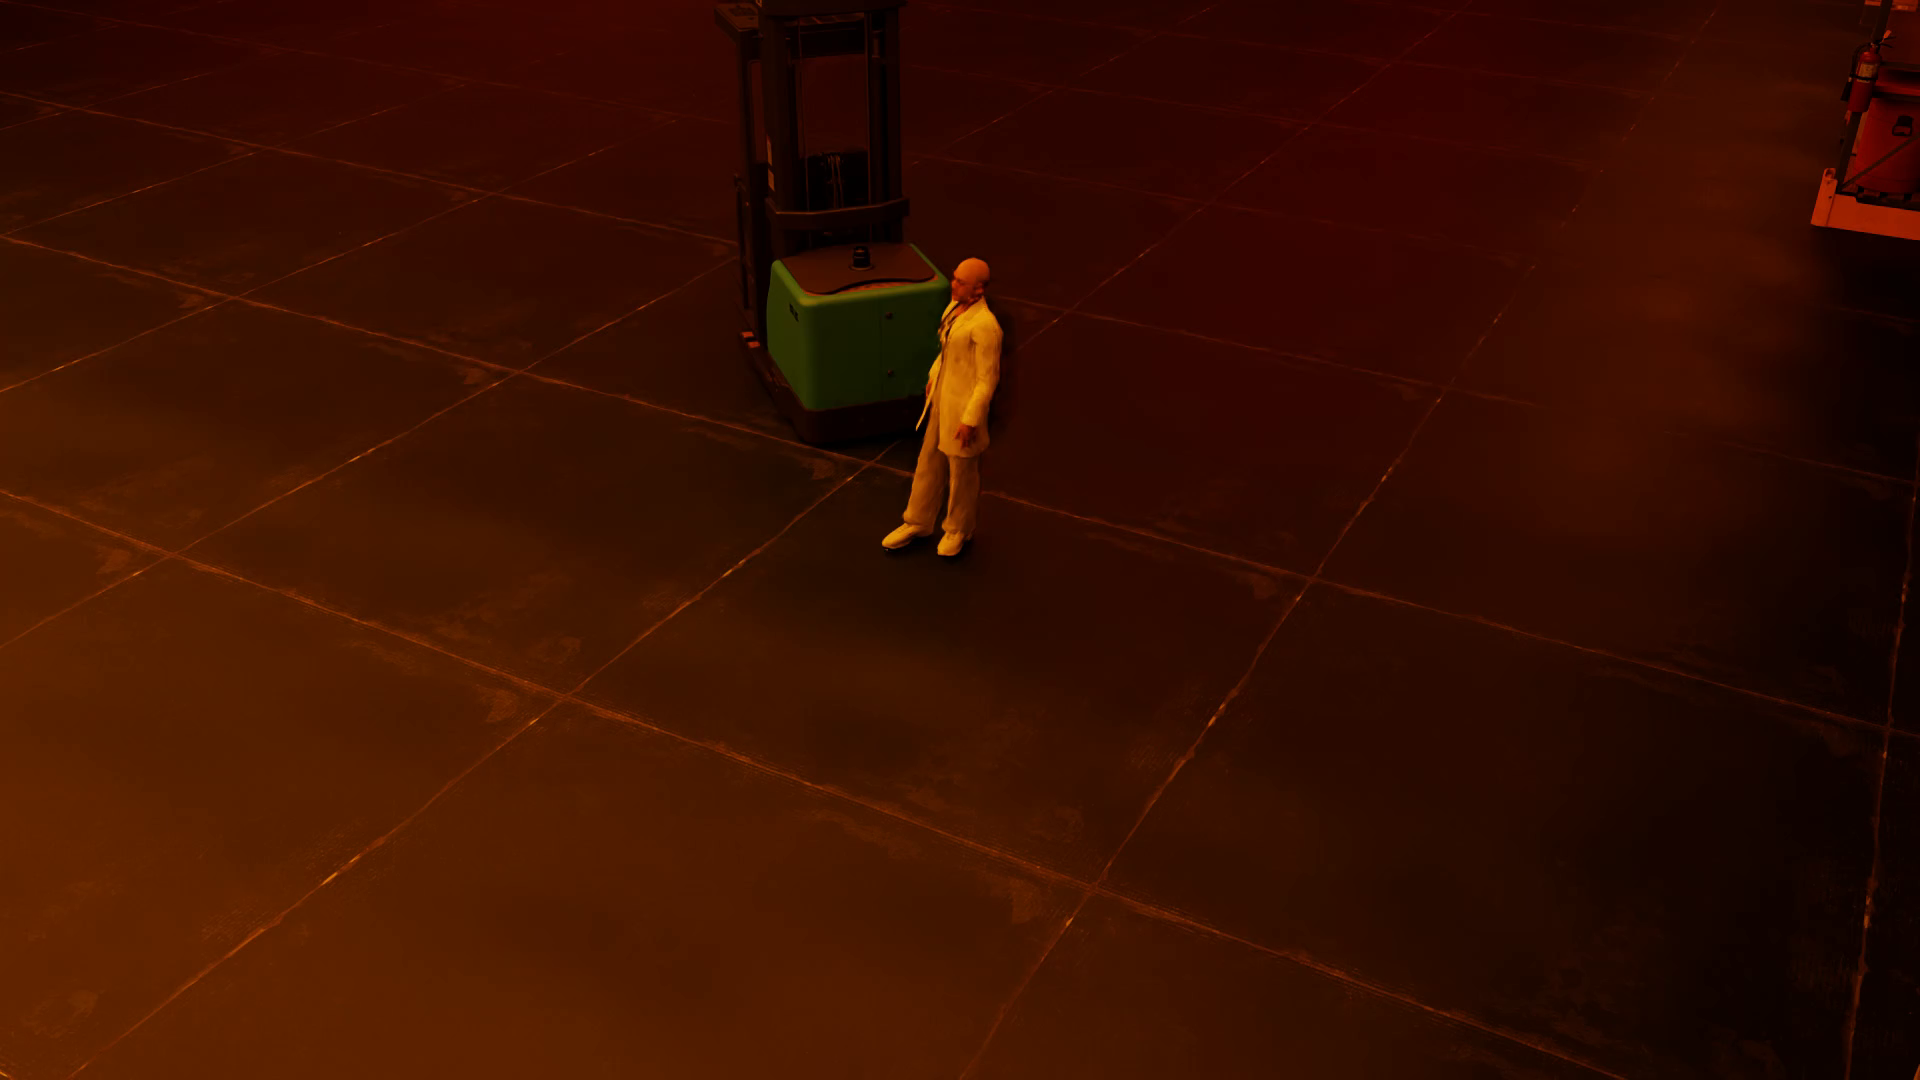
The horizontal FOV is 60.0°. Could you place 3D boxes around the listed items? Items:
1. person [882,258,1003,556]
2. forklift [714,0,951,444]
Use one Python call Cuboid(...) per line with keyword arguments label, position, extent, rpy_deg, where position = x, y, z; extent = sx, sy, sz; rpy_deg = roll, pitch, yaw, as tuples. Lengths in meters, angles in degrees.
Cuboid(label="person", position=(-0.139, -0.753, 9.517), extent=(0.672, 1.777, 0.693), rpy_deg=(-10, 32, -17))
Cuboid(label="forklift", position=(-1.020, -2.627, 11.623), extent=(1.130, 2.935, 3.031), rpy_deg=(-10, 32, -17))
